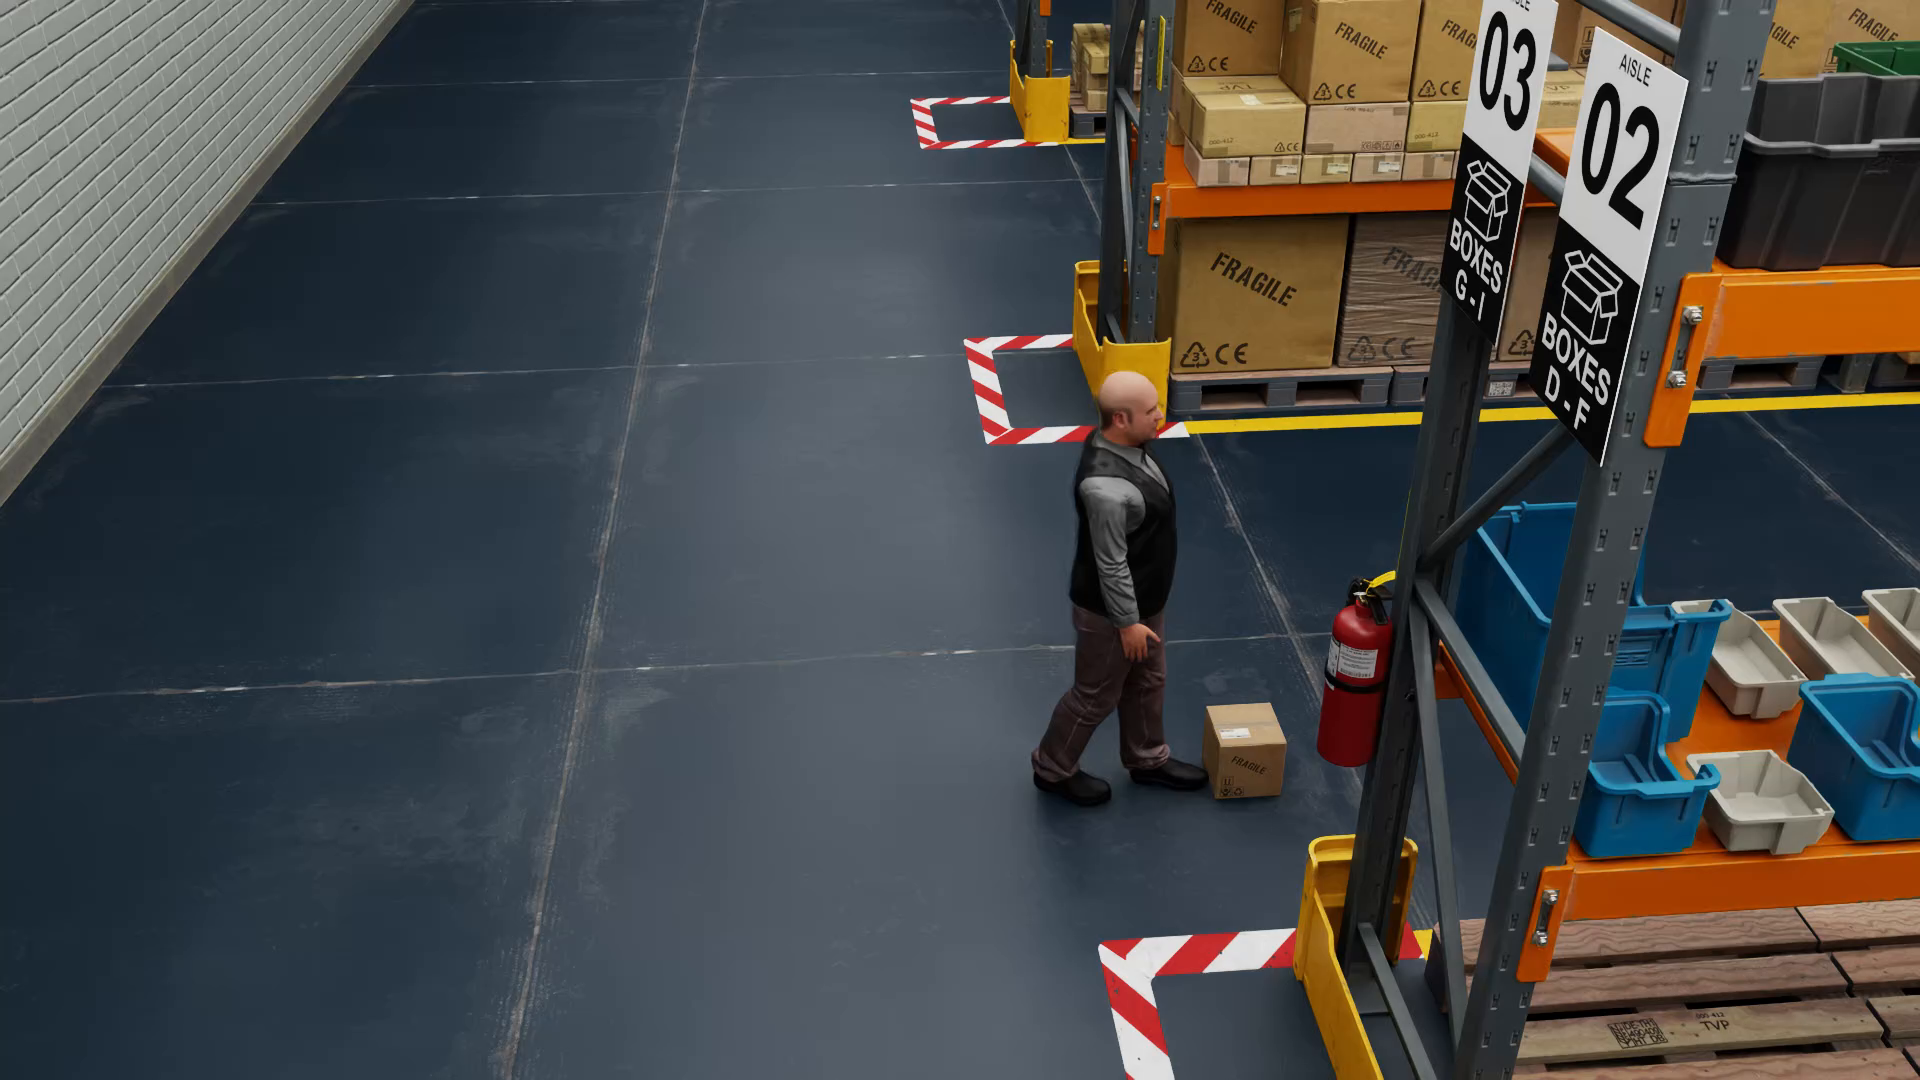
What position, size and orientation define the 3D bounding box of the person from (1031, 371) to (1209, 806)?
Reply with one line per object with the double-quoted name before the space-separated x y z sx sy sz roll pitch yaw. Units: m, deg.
"person" 0.593 0.244 5.830 0.655 1.624 0.544 7 32 11
